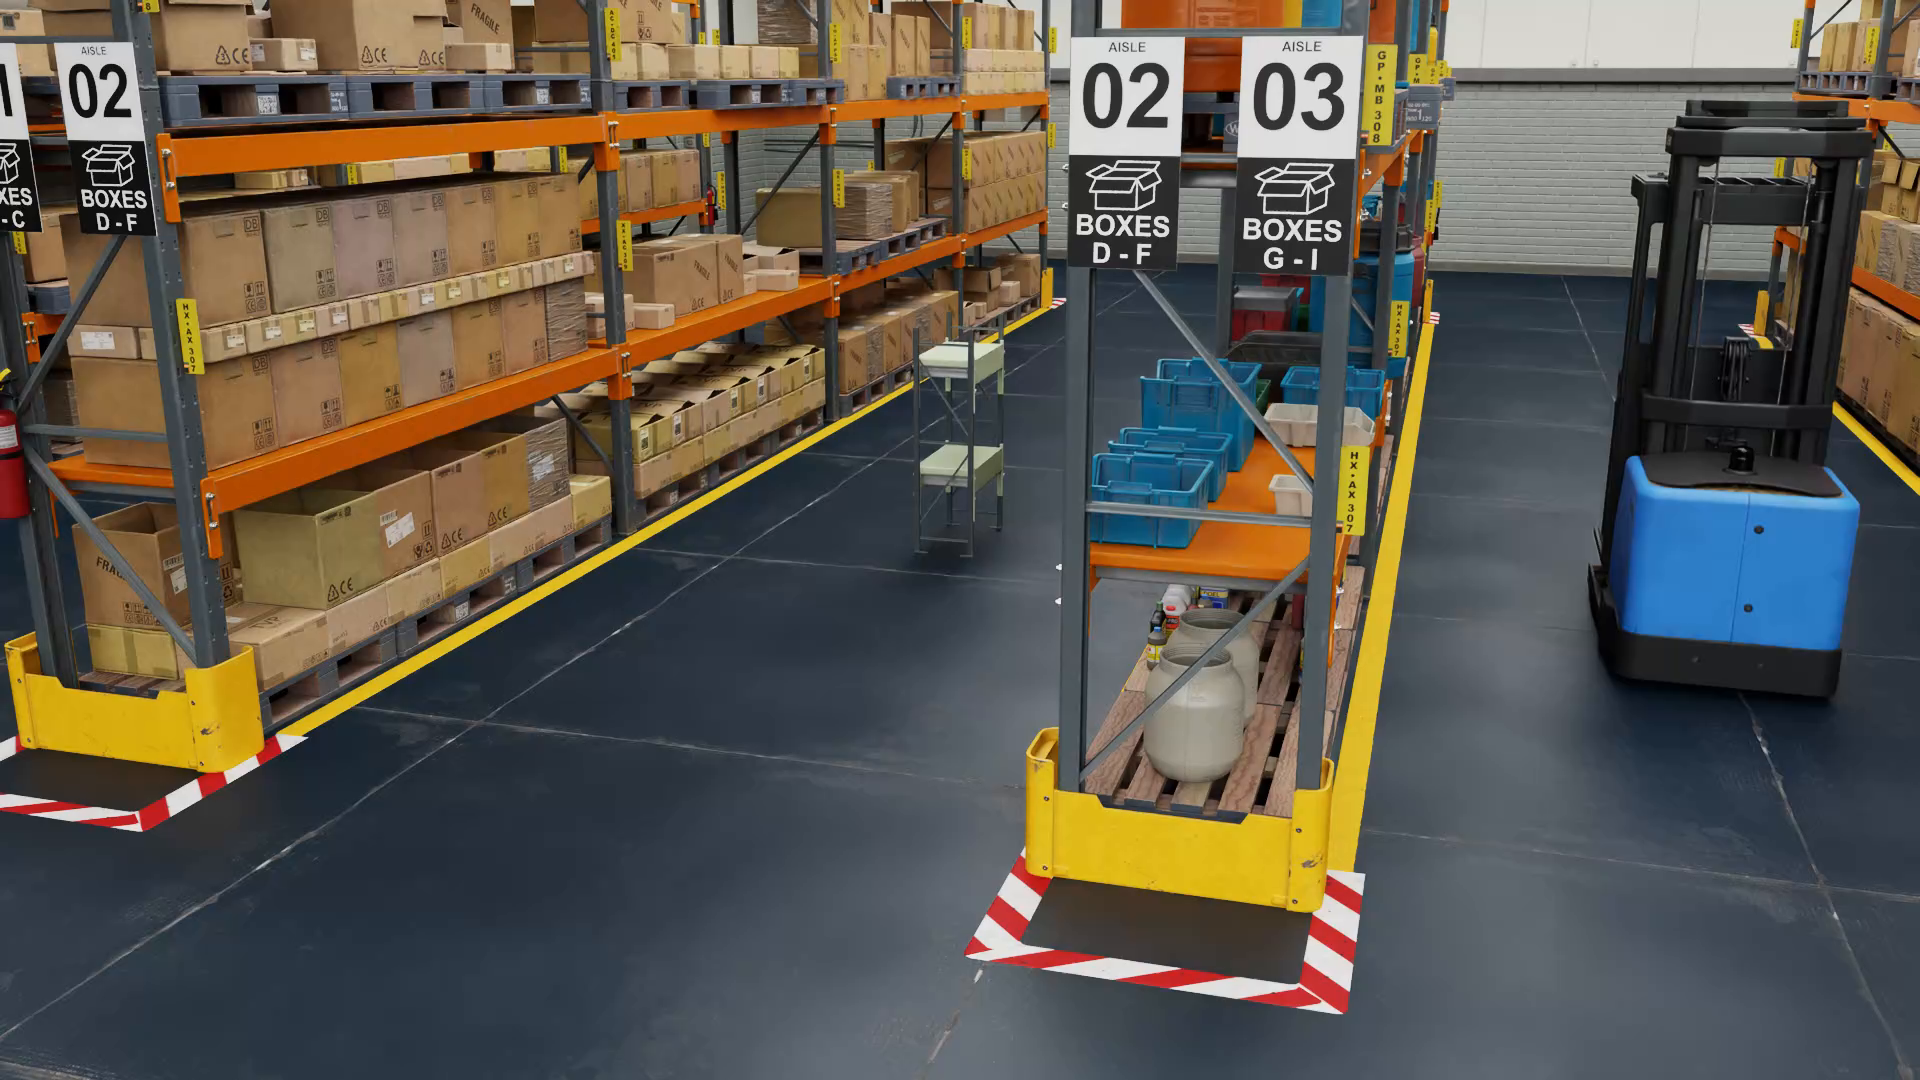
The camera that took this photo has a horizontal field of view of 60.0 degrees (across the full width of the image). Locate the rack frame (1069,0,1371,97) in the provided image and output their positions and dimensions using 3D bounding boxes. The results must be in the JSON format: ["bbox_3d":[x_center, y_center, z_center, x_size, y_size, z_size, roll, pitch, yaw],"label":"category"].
[{"bbox_3d":[0.879,-2.974,5.322,1.000,3.000,0.127,5,16,16],"label":"rack frame"}]

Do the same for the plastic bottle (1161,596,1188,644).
[{"bbox_3d":[1.078,0.433,8.491,0.152,0.276,0.135,5,17,16],"label":"plastic bottle"}]

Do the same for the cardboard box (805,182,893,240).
[{"bbox_3d":[-1.082,-3.214,16.210,0.700,0.500,0.500,8,18,26],"label":"cardboard box"}]

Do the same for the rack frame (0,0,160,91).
[{"bbox_3d":[-3.869,-3.359,6.680,1.000,3.000,0.127,5,16,16],"label":"rack frame"}]

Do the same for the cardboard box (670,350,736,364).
[{"bbox_3d":[-2.167,-1.462,14.229,0.500,0.311,0.500,4,16,14],"label":"cardboard box"}]

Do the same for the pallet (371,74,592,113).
[{"bbox_3d":[-2.950,-2.694,9.997,1.003,0.211,1.213,5,16,16],"label":"pallet"}]

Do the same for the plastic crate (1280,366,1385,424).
[{"bbox_3d":[1.961,-0.752,8.756,0.499,0.251,0.616,5,16,16],"label":"plastic crate"}]

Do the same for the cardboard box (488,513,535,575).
[{"bbox_3d":[-2.934,0.002,10.095,0.500,0.250,0.500,5,16,16],"label":"cardboard box"}]

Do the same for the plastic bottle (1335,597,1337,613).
[{"bbox_3d":[1.962,0.254,8.984,0.144,0.351,0.185,5,16,16],"label":"plastic bottle"}]

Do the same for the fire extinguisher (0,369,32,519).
[{"bbox_3d":[-4.348,-0.440,7.527,0.296,0.674,0.183,5,16,16],"label":"fire extinguisher"}]

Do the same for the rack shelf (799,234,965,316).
[{"bbox_3d":[-1.027,-2.743,16.821,1.077,0.370,4.000,5,16,16],"label":"rack shelf"}]

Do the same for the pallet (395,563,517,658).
[{"bbox_3d":[-3.344,0.347,9.718,1.003,0.211,1.213,5,16,16],"label":"pallet"}]

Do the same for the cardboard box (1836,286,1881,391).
[{"bbox_3d":[8.875,-1.854,15.492,1.225,0.875,0.875,5,16,16],"label":"cardboard box"}]

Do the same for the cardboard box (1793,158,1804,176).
[{"bbox_3d":[9.637,-4.086,18.592,0.500,0.500,0.500,4,16,15],"label":"cardboard box"}]

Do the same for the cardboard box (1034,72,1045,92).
[{"bbox_3d":[0.784,-5.875,21.322,0.500,0.250,0.500,5,16,16],"label":"cardboard box"}]

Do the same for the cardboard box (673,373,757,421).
[{"bbox_3d":[-1.941,-1.159,13.161,0.500,0.311,0.500,5,17,17],"label":"cardboard box"}]

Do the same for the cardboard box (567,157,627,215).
[{"bbox_3d":[-4.827,-4.471,21.045,0.980,0.700,0.700,4,16,14],"label":"cardboard box"}]

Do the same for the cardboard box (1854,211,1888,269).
[{"bbox_3d":[8.667,-2.790,15.486,0.500,0.500,0.500,5,16,16],"label":"cardboard box"}]

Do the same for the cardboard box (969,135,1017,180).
[{"bbox_3d":[0.383,-4.647,20.201,0.500,0.500,0.500,5,17,18],"label":"cardboard box"}]

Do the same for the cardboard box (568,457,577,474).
[{"bbox_3d":[-2.893,-0.529,11.968,0.500,0.250,0.500,4,16,15],"label":"cardboard box"}]

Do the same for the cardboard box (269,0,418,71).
[{"bbox_3d":[-3.135,-2.646,8.456,0.500,0.500,0.500,5,16,16],"label":"cardboard box"}]

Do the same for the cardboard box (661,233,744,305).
[{"bbox_3d":[-2.057,-2.173,13.312,0.500,0.500,0.500,4,16,13],"label":"cardboard box"}]

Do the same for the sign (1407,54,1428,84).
[{"bbox_3d":[2.540,-2.536,9.259,0.100,0.325,0.005,5,16,16],"label":"sign"}]

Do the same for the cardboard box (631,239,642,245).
[{"bbox_3d":[-4.547,-4.013,22.602,0.380,0.149,0.250,5,17,16],"label":"cardboard box"}]

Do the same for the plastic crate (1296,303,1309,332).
[{"bbox_3d":[2.240,-1.510,11.543,0.450,0.188,0.662,5,16,16],"label":"plastic crate"}]

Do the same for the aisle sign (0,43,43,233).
[{"bbox_3d":[-4.170,-1.729,7.164,0.394,0.787,0.004,5,16,16],"label":"aisle sign"}]

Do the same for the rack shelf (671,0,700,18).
[{"bbox_3d":[-4.641,-6.866,21.097,1.077,0.370,4.000,5,16,16],"label":"rack shelf"}]

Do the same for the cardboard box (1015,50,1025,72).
[{"bbox_3d":[0.489,-5.854,20.335,0.500,0.250,0.500,5,16,16],"label":"cardboard box"}]

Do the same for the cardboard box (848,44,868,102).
[{"bbox_3d":[-1.359,-4.307,15.337,0.910,0.500,0.500,5,16,16],"label":"cardboard box"}]

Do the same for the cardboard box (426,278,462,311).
[{"bbox_3d":[-3.039,-1.390,9.360,0.380,0.149,0.250,5,17,18],"label":"cardboard box"}]

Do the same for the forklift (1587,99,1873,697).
[{"bbox_3d":[4.320,-0.987,9.438,1.130,2.935,3.031,5,17,16],"label":"forklift"}]

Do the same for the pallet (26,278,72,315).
[{"bbox_3d":[-7.126,-1.999,13.230,1.003,0.211,1.213,5,16,16],"label":"pallet"}]

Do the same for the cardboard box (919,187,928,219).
[{"bbox_3d":[-0.563,-3.811,19.085,0.500,0.500,0.500,5,17,17],"label":"cardboard box"}]

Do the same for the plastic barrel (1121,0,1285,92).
[{"bbox_3d":[0.895,-2.076,6.099,0.600,0.830,0.708,5,16,16],"label":"plastic barrel"}]

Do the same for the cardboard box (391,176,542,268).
[{"bbox_3d":[-2.995,-1.942,10.120,0.700,0.500,0.500,5,16,16],"label":"cardboard box"}]

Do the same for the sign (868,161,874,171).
[{"bbox_3d":[-0.982,-4.069,18.590,0.100,0.325,0.005,5,16,16],"label":"sign"}]

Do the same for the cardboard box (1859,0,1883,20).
[{"bbox_3d":[9.591,-5.464,17.088,0.500,0.250,0.500,4,16,14],"label":"cardboard box"}]

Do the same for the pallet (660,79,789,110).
[{"bbox_3d":[-2.018,-3.441,12.811,1.003,0.211,1.213,5,17,18],"label":"pallet"}]

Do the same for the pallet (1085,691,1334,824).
[{"bbox_3d":[1.091,1.018,7.352,1.003,0.211,1.213,5,16,16],"label":"pallet"}]

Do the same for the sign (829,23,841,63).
[{"bbox_3d":[-1.066,-4.250,14.228,0.100,0.325,0.005,5,16,16],"label":"sign"}]

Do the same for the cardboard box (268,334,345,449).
[{"bbox_3d":[-3.580,-0.780,8.398,0.700,0.500,0.500,5,17,17],"label":"cardboard box"}]

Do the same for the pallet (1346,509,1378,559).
[{"bbox_3d":[2.201,-0.001,10.946,1.003,0.211,1.213,5,16,16],"label":"pallet"}]

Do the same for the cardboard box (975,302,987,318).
[{"bbox_3d":[0.104,-2.781,20.022,0.380,0.166,0.250,5,16,16],"label":"cardboard box"}]

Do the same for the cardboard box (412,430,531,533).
[{"bbox_3d":[-2.947,-0.360,9.996,0.500,0.500,0.500,5,16,16],"label":"cardboard box"}]

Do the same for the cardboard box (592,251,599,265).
[{"bbox_3d":[-4.627,-3.570,21.041,0.380,0.149,0.250,5,17,18],"label":"cardboard box"}]

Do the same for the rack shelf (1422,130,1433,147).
[{"bbox_3d":[3.721,-3.801,15.054,1.077,0.370,4.000,5,16,16],"label":"rack shelf"}]

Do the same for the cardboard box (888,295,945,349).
[{"bbox_3d":[-0.473,-2.341,17.861,0.500,0.500,0.500,5,16,16],"label":"cardboard box"}]

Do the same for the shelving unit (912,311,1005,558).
[{"bbox_3d":[-0.002,-0.720,11.119,0.431,1.500,0.755,5,16,16],"label":"shelving unit"}]

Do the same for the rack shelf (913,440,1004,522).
[{"bbox_3d":[-0.002,-0.406,11.208,0.431,0.370,0.720,5,16,16],"label":"rack shelf"}]

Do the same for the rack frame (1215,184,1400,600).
[{"bbox_3d":[2.015,-1.134,9.830,1.000,3.000,0.127,5,16,16],"label":"rack frame"}]

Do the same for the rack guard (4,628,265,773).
[{"bbox_3d":[-3.876,0.736,7.818,1.175,0.500,0.348,5,16,16],"label":"rack guard"}]

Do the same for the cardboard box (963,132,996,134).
[{"bbox_3d":[0.157,-4.955,21.285,0.500,0.500,0.500,5,17,16],"label":"cardboard box"}]

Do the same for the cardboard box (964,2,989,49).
[{"bbox_3d":[-0.079,-5.834,18.889,0.700,0.500,0.500,5,16,16],"label":"cardboard box"}]

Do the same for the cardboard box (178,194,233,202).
[{"bbox_3d":[-6.803,-2.757,14.563,0.700,0.500,0.500,5,16,16],"label":"cardboard box"}]

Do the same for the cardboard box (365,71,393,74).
[{"bbox_3d":[-6.163,-4.926,16.712,0.700,0.500,0.500,4,16,13],"label":"cardboard box"}]

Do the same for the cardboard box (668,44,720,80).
[{"bbox_3d":[-2.131,-3.588,12.489,0.500,0.250,0.500,3,16,11],"label":"cardboard box"}]

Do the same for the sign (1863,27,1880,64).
[{"bbox_3d":[8.505,-4.615,15.515,0.100,0.325,0.005,5,16,16],"label":"sign"}]
